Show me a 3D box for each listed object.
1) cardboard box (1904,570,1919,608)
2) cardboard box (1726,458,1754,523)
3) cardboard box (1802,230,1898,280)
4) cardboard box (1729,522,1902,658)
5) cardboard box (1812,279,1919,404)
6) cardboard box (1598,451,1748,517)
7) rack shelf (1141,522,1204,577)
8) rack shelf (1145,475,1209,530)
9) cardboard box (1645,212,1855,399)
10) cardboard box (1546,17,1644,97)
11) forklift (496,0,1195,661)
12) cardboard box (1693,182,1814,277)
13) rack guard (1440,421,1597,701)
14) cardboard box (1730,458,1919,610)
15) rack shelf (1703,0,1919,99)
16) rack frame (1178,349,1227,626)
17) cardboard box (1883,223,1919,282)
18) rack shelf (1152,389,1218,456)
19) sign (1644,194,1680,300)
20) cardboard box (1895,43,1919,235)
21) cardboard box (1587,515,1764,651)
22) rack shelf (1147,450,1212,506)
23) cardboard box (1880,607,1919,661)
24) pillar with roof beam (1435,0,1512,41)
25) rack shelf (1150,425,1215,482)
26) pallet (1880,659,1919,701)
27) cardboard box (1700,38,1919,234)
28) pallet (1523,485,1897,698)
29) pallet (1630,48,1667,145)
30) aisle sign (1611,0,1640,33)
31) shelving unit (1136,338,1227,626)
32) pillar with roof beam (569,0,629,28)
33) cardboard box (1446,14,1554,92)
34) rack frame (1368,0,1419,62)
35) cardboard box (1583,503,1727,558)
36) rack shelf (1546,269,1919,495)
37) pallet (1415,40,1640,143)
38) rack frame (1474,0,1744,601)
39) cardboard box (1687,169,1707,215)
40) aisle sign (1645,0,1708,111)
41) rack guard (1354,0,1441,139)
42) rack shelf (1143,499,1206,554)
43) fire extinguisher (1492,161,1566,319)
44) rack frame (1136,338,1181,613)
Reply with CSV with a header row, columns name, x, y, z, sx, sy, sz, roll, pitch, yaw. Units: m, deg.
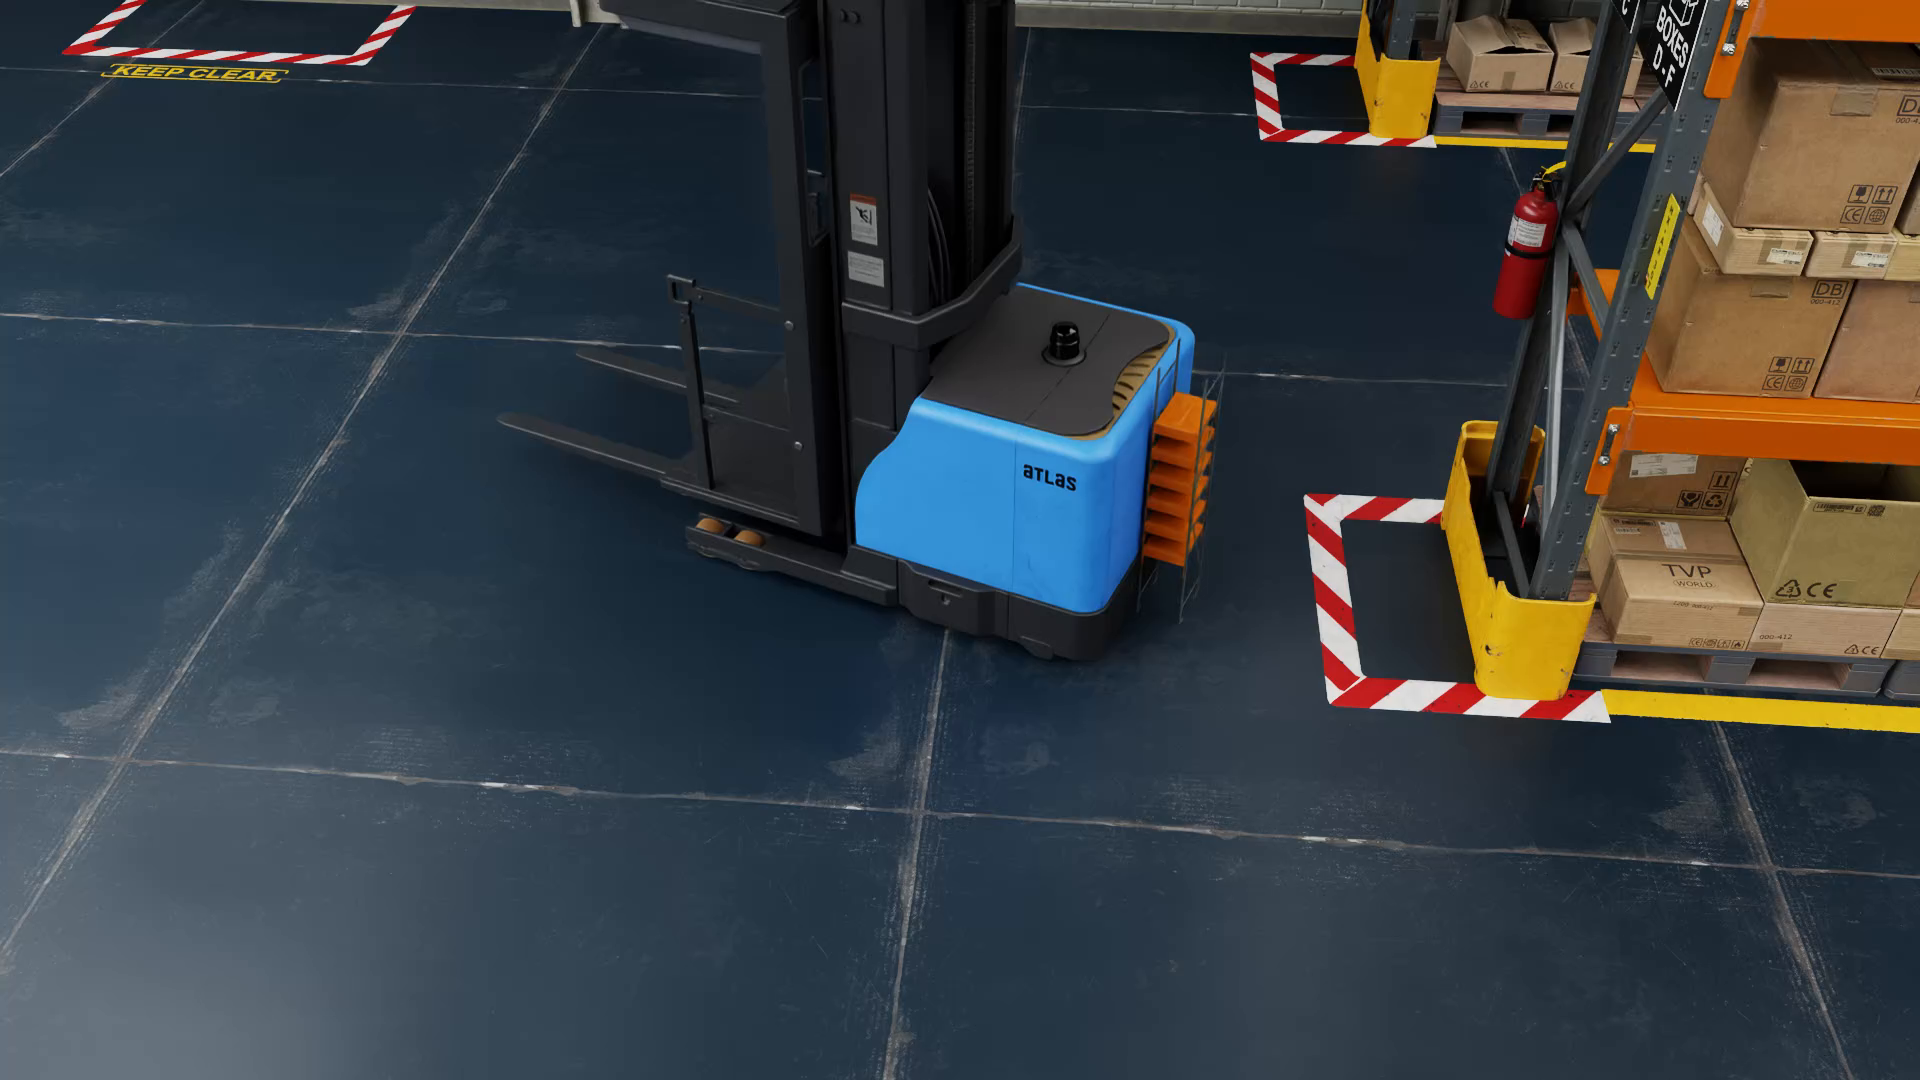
name,x,y,z,sx,sy,sz,roll,pitch,yaw
cardboard box,3.787,-0.082,6.225,0.500,0.500,0.500,3,39,4
cardboard box,3.333,-0.142,6.894,0.500,0.250,0.500,3,39,4
cardboard box,2.910,-1.029,5.545,0.250,0.149,0.380,2,39,3
cardboard box,3.288,0.189,6.487,0.500,0.250,0.500,3,39,4
cardboard box,3.262,-0.888,5.886,0.500,0.500,0.700,4,39,5
cardboard box,2.834,-0.454,6.683,0.500,0.500,0.500,3,39,4
rack shelf,0.864,0.015,6.731,0.180,0.103,0.258,17,42,20
rack shelf,0.864,-0.171,6.580,0.180,0.103,0.258,17,42,20
cardboard box,2.738,-0.914,5.917,0.500,0.500,0.700,3,39,4
cardboard box,3.947,-3.027,10.374,0.500,0.311,0.500,6,40,8
forklift,-0.608,-1.293,6.516,3.031,2.935,1.130,17,42,20
cardboard box,2.646,-1.042,5.561,0.250,0.149,0.380,3,39,4
rack guard,2.250,0.060,6.781,0.348,0.500,1.175,3,39,4
cardboard box,3.288,-0.101,6.249,0.500,0.500,0.500,3,39,4
rack shelf,4.267,-1.684,5.136,4.000,0.370,1.077,3,39,4
rack frame,0.947,-0.180,6.521,0.006,1.200,0.240,17,42,20
cardboard box,3.158,-1.015,5.528,0.250,0.149,0.380,3,39,4
rack shelf,0.864,-0.450,6.353,0.180,0.103,0.258,17,42,20
sign,2.220,-0.926,5.263,0.005,0.325,0.100,3,39,4
cardboard box,3.315,-1.389,5.473,0.500,0.500,0.700,2,39,3
cardboard box,2.789,0.164,6.518,0.500,0.250,0.500,3,39,4
rack shelf,0.864,-0.264,6.504,0.180,0.103,0.258,17,42,20
cardboard box,3.786,0.217,6.453,0.500,0.250,0.500,3,39,4
pillar with roof beam,3.098,-4.149,5.219,0.400,9.000,9.100,3,39,4
rack shelf,0.864,-0.357,6.428,0.180,0.103,0.258,17,42,20
pallet,4.252,0.256,6.768,1.213,0.211,1.003,3,39,4
cardboard box,2.791,-1.414,5.504,0.500,0.500,0.700,3,39,4
pallet,3.040,0.188,6.851,1.213,0.211,1.003,3,39,4
pallet,4.792,-2.804,10.528,1.213,0.211,1.003,3,39,4
aisle sign,2.234,-2.105,5.401,0.004,0.787,0.394,3,39,4
shelving unit,0.864,-0.205,6.552,0.189,1.200,0.258,17,42,20
pillar with roof beam,-2.879,-4.476,5.621,0.400,9.000,9.100,3,39,4
cardboard box,3.379,-3.058,10.412,0.500,0.311,0.500,-1,39,-1
rack frame,2.698,-4.024,9.818,0.127,3.000,1.000,3,39,4
cardboard box,2.834,-0.162,6.918,0.500,0.250,0.500,3,39,4
rack shelf,4.267,-0.521,6.083,4.000,0.370,1.077,3,39,4
pallet,3.580,-2.872,10.611,1.213,0.211,1.003,3,39,4
rack frame,2.274,-0.909,5.990,0.127,3.000,1.000,3,39,4
cardboard box,2.671,-1.298,5.875,0.250,0.149,0.380,3,39,3
aisle sign,2.182,-1.728,4.937,0.004,0.787,0.394,3,39,4
rack guard,2.774,-3.051,10.602,0.348,0.500,1.175,3,39,4
rack shelf,0.864,-0.078,6.656,0.180,0.103,0.258,17,42,20
fire extinguisher,2.196,-1.177,6.381,0.183,0.674,0.296,3,39,4
rack frame,0.781,-0.230,6.582,0.006,1.200,0.240,17,42,20
